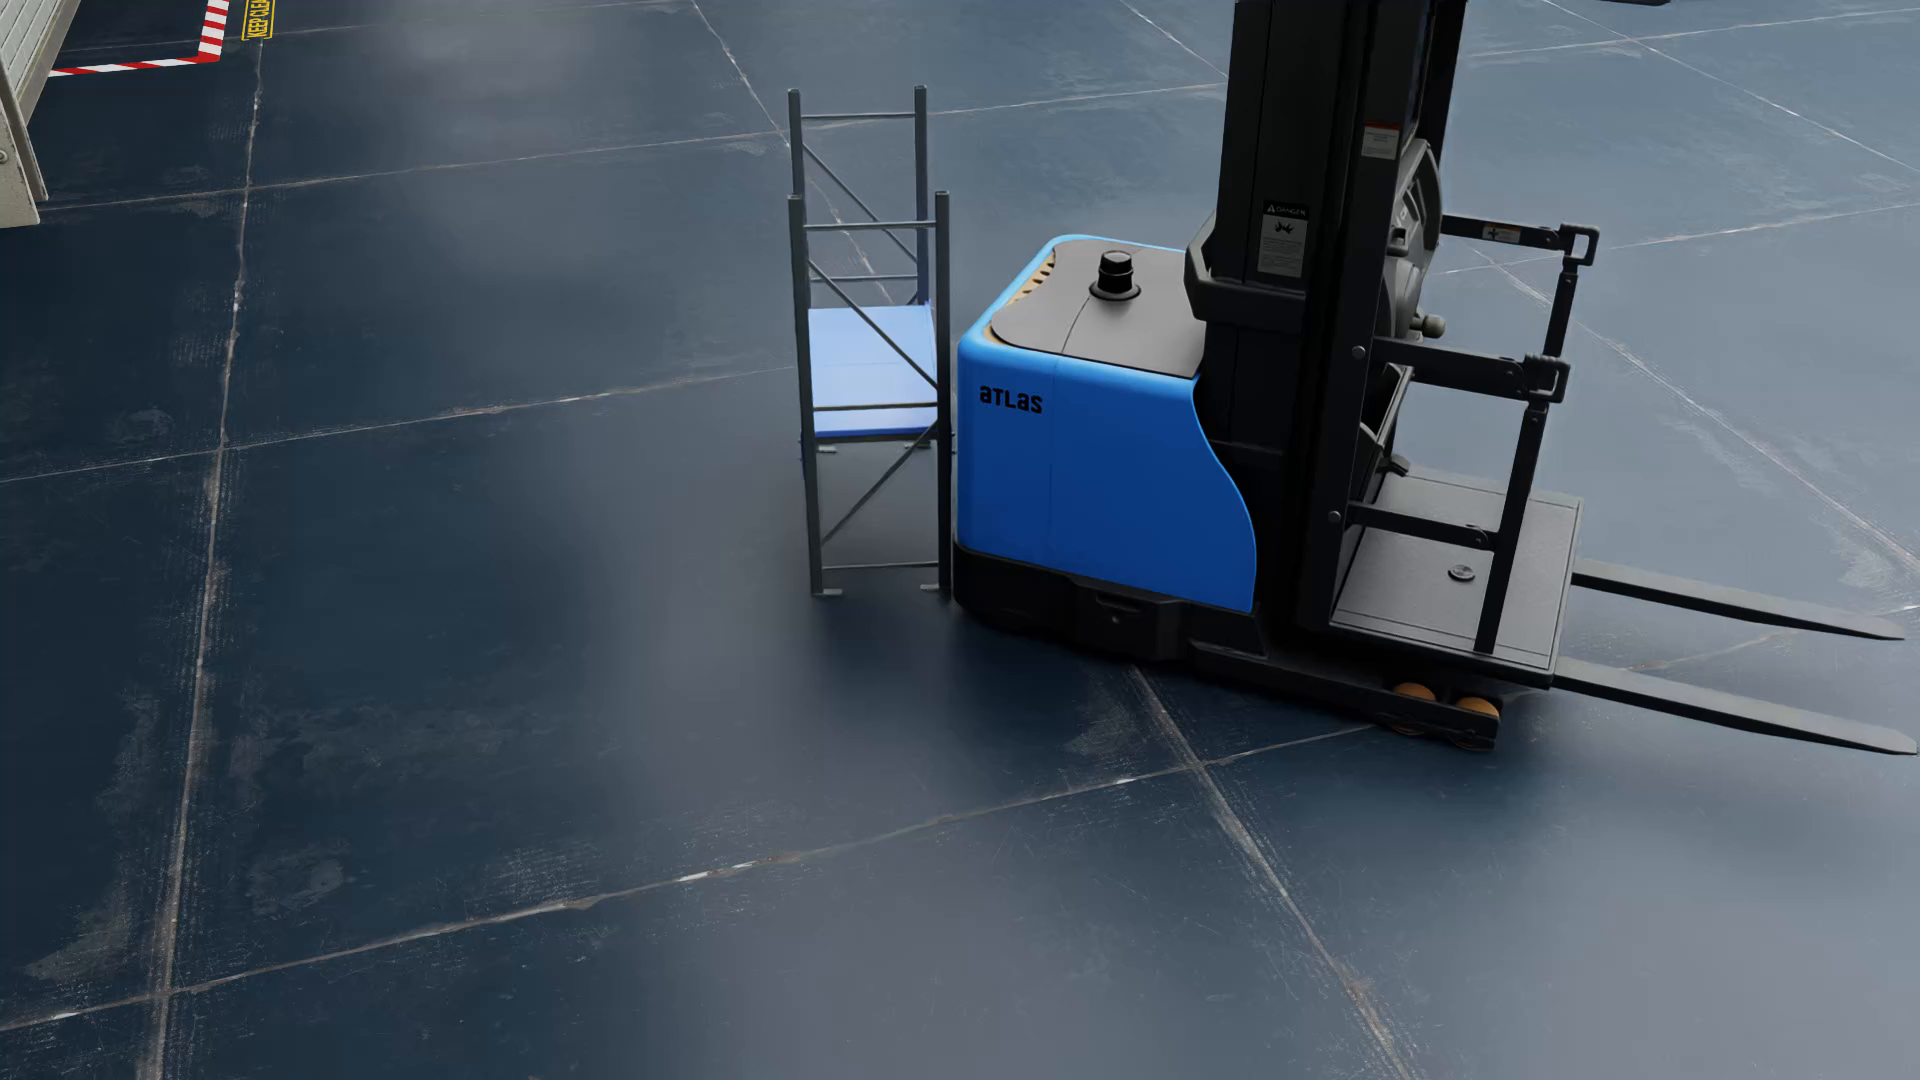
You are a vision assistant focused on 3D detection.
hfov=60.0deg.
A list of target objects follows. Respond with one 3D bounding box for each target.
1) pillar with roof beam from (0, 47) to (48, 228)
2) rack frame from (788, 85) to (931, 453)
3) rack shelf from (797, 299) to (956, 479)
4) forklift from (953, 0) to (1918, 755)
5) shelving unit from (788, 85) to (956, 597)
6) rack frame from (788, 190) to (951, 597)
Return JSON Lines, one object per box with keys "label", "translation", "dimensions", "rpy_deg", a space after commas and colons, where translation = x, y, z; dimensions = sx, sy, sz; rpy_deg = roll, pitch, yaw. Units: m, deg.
{"label": "pillar with roof beam", "translation": [-0.969, -6.224, 7.507], "dimensions": [9.100, 9.000, 0.400], "rpy_deg": [-10, 35, -15]}
{"label": "rack frame", "translation": [-0.369, -1.002, 6.406], "dimensions": [0.500, 1.500, 0.032], "rpy_deg": [-3, 34, -4]}
{"label": "rack shelf", "translation": [-0.326, -0.573, 6.082], "dimensions": [0.538, 0.185, 1.000], "rpy_deg": [-3, 34, -4]}
{"label": "forklift", "translation": [1.544, -0.893, 4.943], "dimensions": [3.031, 2.935, 1.130], "rpy_deg": [13, 36, 18]}
{"label": "shelving unit", "translation": [-0.326, -0.723, 5.983], "dimensions": [0.538, 1.500, 1.048], "rpy_deg": [-3, 34, -4]}
{"label": "rack frame", "translation": [-0.282, -0.443, 5.561], "dimensions": [0.500, 1.500, 0.032], "rpy_deg": [-3, 34, -4]}
